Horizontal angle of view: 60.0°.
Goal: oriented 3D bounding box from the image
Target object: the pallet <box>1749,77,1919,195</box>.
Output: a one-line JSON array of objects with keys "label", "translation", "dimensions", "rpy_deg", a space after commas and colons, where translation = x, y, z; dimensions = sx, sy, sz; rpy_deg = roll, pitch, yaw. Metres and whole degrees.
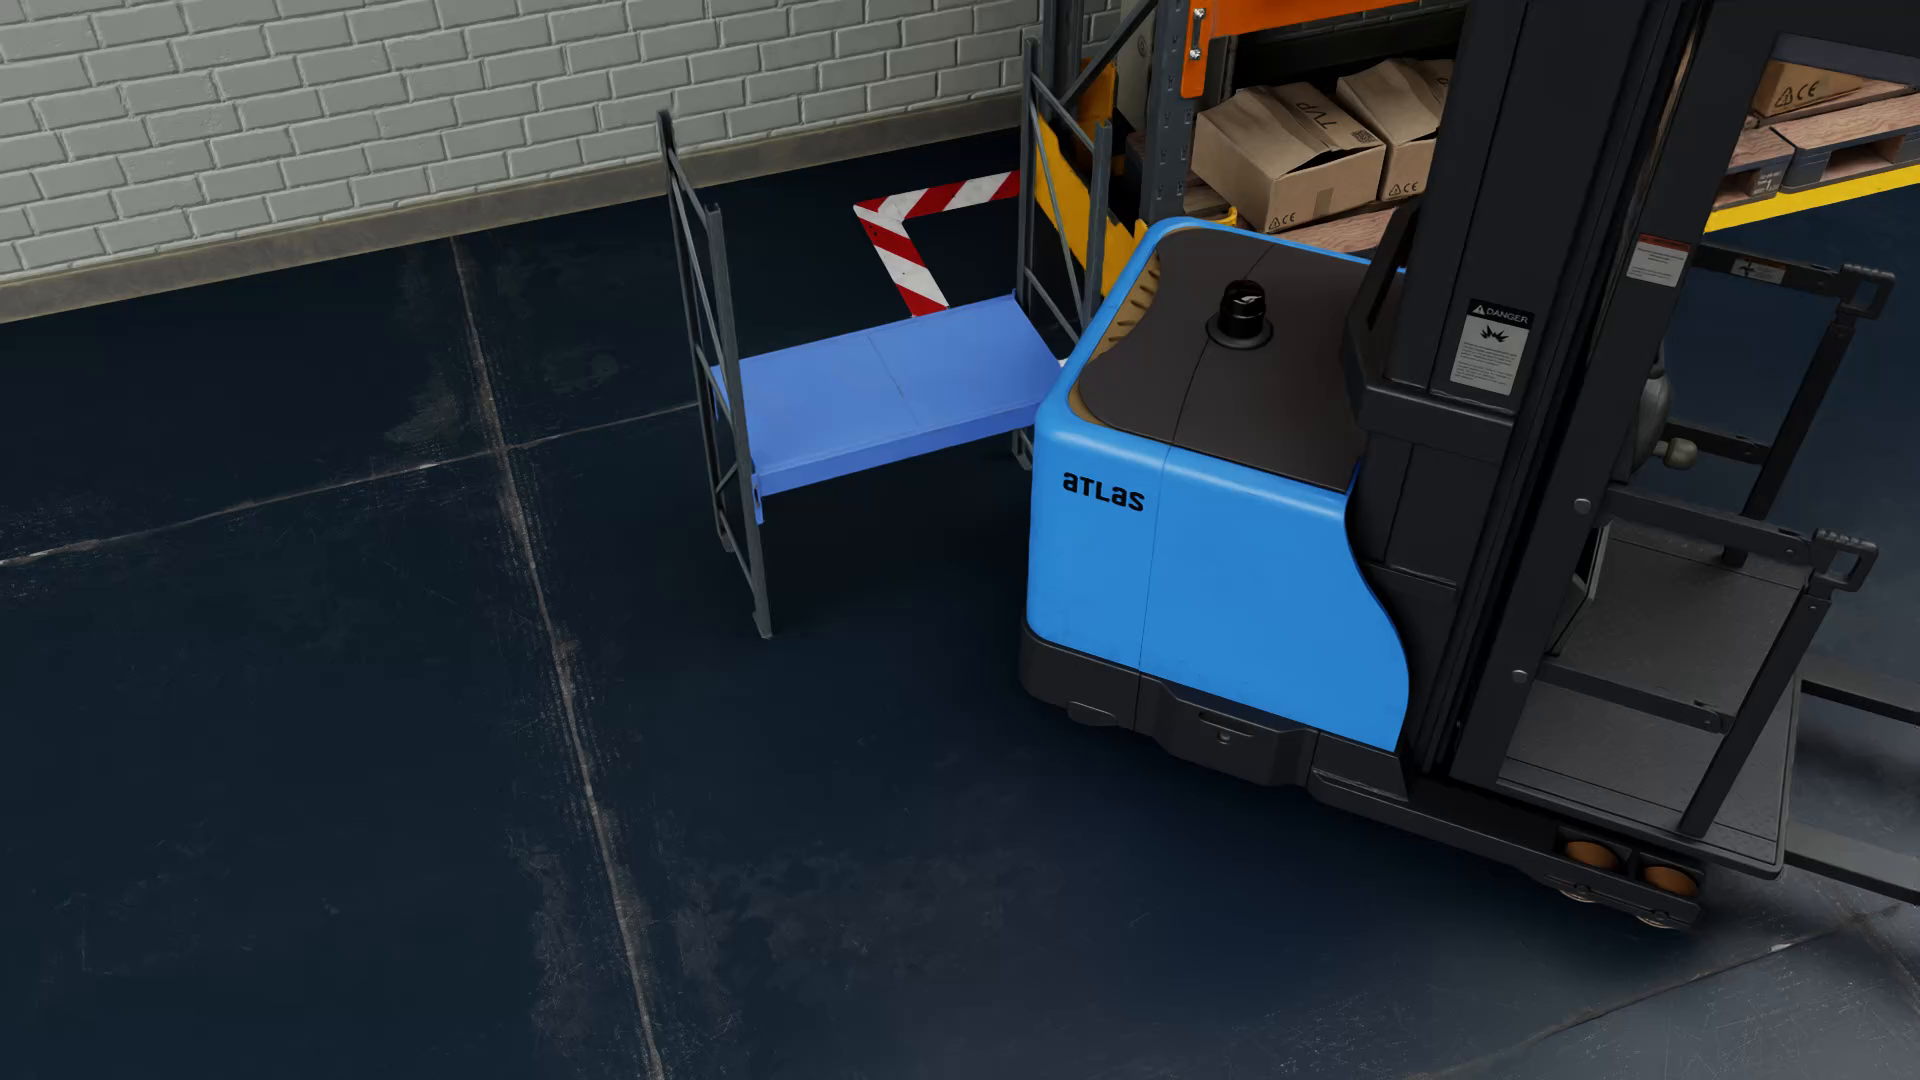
[{"label": "pallet", "translation": [3.674, -1.922, 7.017], "dimensions": [1.213, 0.211, 1.003], "rpy_deg": [-14, 47, -14]}]

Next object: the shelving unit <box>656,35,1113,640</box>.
[{"label": "shelving unit", "translation": [-0.194, -0.534, 4.723], "dimensions": [1.048, 1.500, 0.538], "rpy_deg": [-16, 47, -15]}]

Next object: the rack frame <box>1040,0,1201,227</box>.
[{"label": "rack frame", "translation": [0.531, -2.130, 5.255], "dimensions": [0.127, 3.000, 1.000], "rpy_deg": [-14, 47, -14]}]

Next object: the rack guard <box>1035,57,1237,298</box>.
[{"label": "rack guard", "translation": [0.602, -1.265, 6.158], "dimensions": [0.348, 0.500, 1.175], "rpy_deg": [-14, 47, -14]}]

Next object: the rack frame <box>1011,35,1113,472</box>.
[{"label": "rack frame", "translation": [0.279, -0.667, 4.856], "dimensions": [0.032, 1.500, 0.500], "rpy_deg": [-16, 47, -15]}]

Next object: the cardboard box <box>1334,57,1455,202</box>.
[{"label": "cardboard box", "translation": [1.749, -1.579, 6.294], "dimensions": [0.500, 0.311, 0.500], "rpy_deg": [-11, 46, -11]}]

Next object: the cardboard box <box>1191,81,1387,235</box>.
[{"label": "cardboard box", "translation": [1.212, -1.442, 6.157], "dimensions": [0.500, 0.311, 0.500], "rpy_deg": [-19, 48, -18]}]

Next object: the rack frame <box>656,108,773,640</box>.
[{"label": "rack frame", "translation": [-0.666, -0.401, 4.591], "dimensions": [0.032, 1.500, 0.500], "rpy_deg": [-16, 47, -15]}]

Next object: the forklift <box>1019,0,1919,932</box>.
[{"label": "forklift", "translation": [1.733, -0.473, 3.652], "dimensions": [3.031, 2.935, 1.130], "rpy_deg": [17, 48, 16]}]

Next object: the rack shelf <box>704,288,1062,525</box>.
[{"label": "rack shelf", "translation": [-0.194, -0.407, 4.851], "dimensions": [1.000, 0.185, 0.538], "rpy_deg": [-16, 47, -15]}]

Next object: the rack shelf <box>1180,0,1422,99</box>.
[{"label": "rack shelf", "translation": [2.412, -2.357, 5.989], "dimensions": [4.000, 0.370, 1.077], "rpy_deg": [-14, 47, -14]}]

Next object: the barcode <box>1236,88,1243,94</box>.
[{"label": "barcode", "translation": [1.094, -1.716, 6.424], "dimensions": [0.075, 0.075, 0.001], "rpy_deg": [-14, 47, -14]}]

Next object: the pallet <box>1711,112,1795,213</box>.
[{"label": "pallet", "translation": [2.524, -1.626, 6.722], "dimensions": [1.213, 0.211, 1.003], "rpy_deg": [-14, 47, -14]}]

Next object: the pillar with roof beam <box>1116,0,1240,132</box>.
[{"label": "pillar with roof beam", "translation": [2.357, -2.124, 1.014], "dimensions": [0.400, 9.000, 9.100], "rpy_deg": [-14, 47, -14]}]

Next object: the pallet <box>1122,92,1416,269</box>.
[{"label": "pallet", "translation": [1.379, -1.335, 6.432], "dimensions": [1.213, 0.211, 1.003], "rpy_deg": [-14, 47, -14]}]

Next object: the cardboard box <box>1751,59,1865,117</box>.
[{"label": "cardboard box", "translation": [3.331, -2.088, 6.668], "dimensions": [0.500, 0.500, 0.500], "rpy_deg": [-18, 48, -17]}]
